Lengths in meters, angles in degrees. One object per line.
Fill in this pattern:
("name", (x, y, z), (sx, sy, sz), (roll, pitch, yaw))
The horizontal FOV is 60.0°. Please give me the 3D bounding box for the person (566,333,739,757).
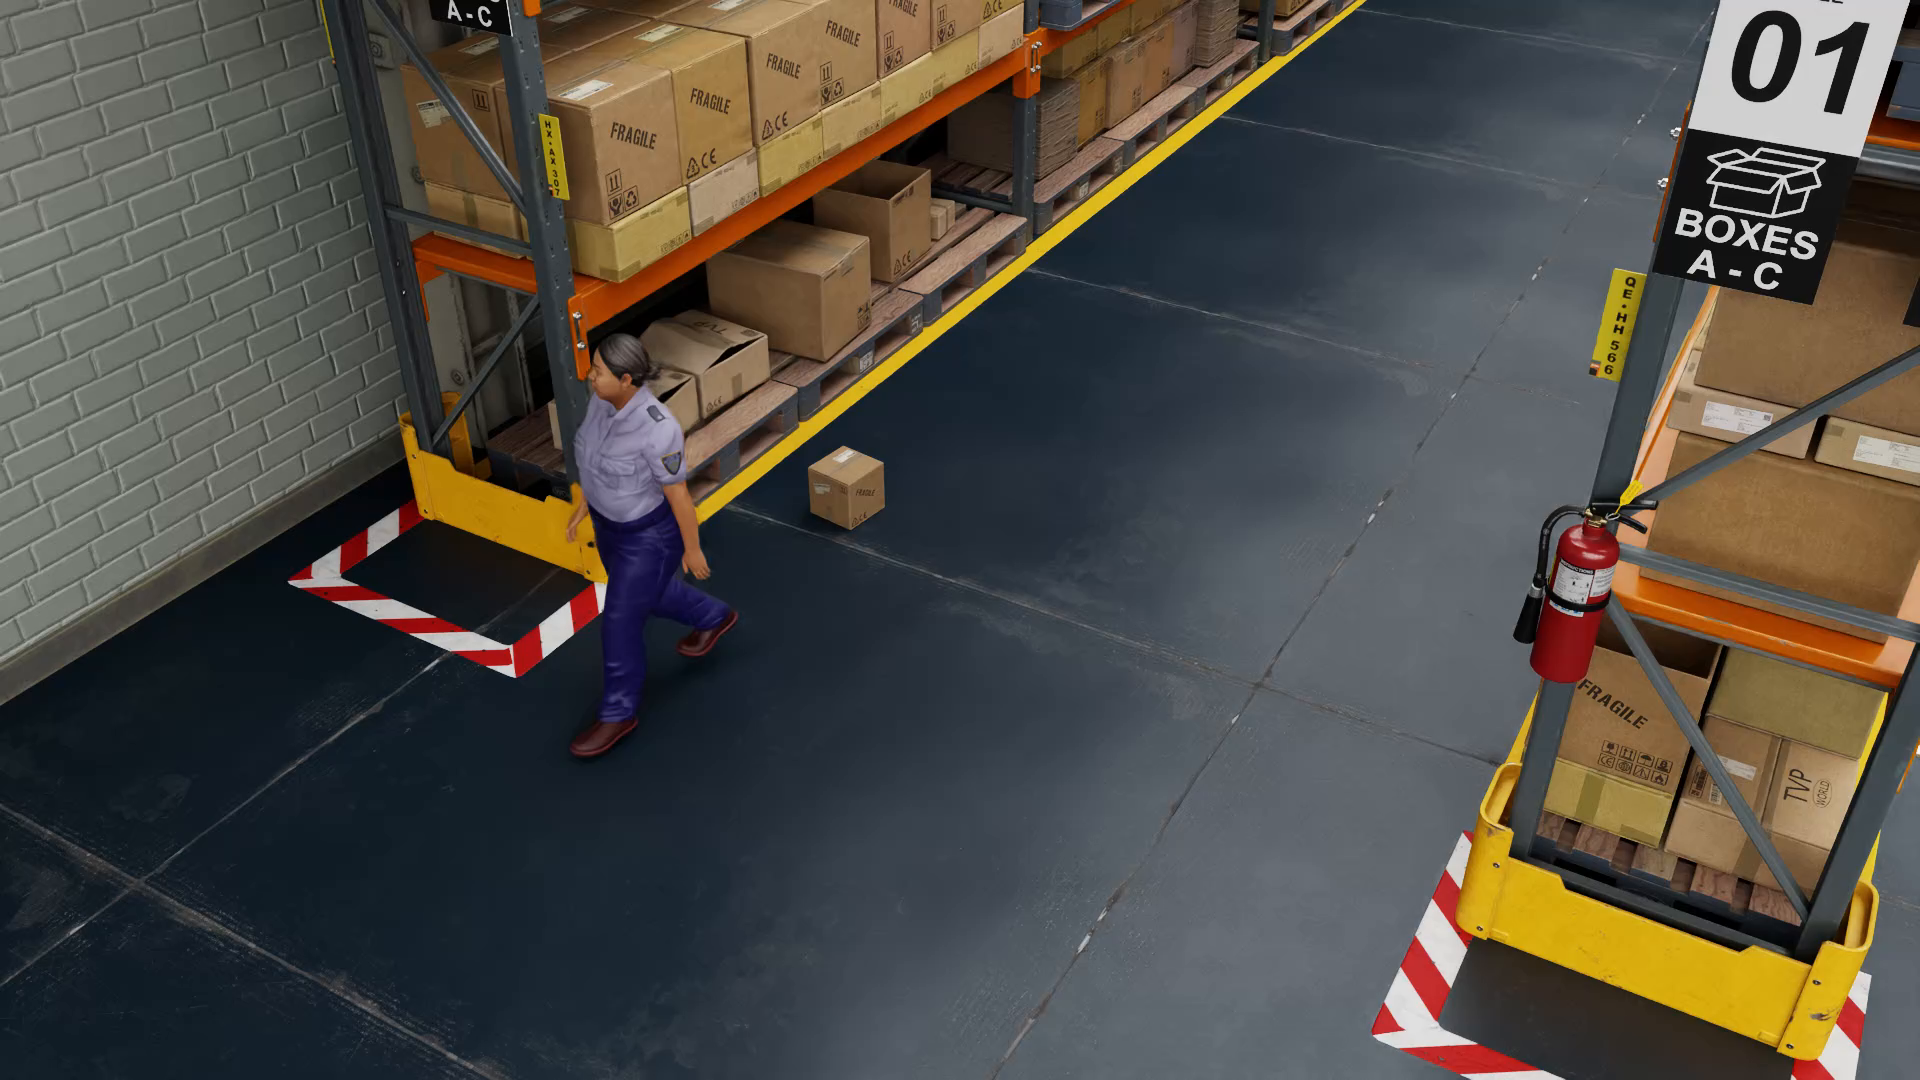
("person", (-1.209, -0.042, 6.201), (0.899, 1.608, 0.529), (-27, 43, -34))
